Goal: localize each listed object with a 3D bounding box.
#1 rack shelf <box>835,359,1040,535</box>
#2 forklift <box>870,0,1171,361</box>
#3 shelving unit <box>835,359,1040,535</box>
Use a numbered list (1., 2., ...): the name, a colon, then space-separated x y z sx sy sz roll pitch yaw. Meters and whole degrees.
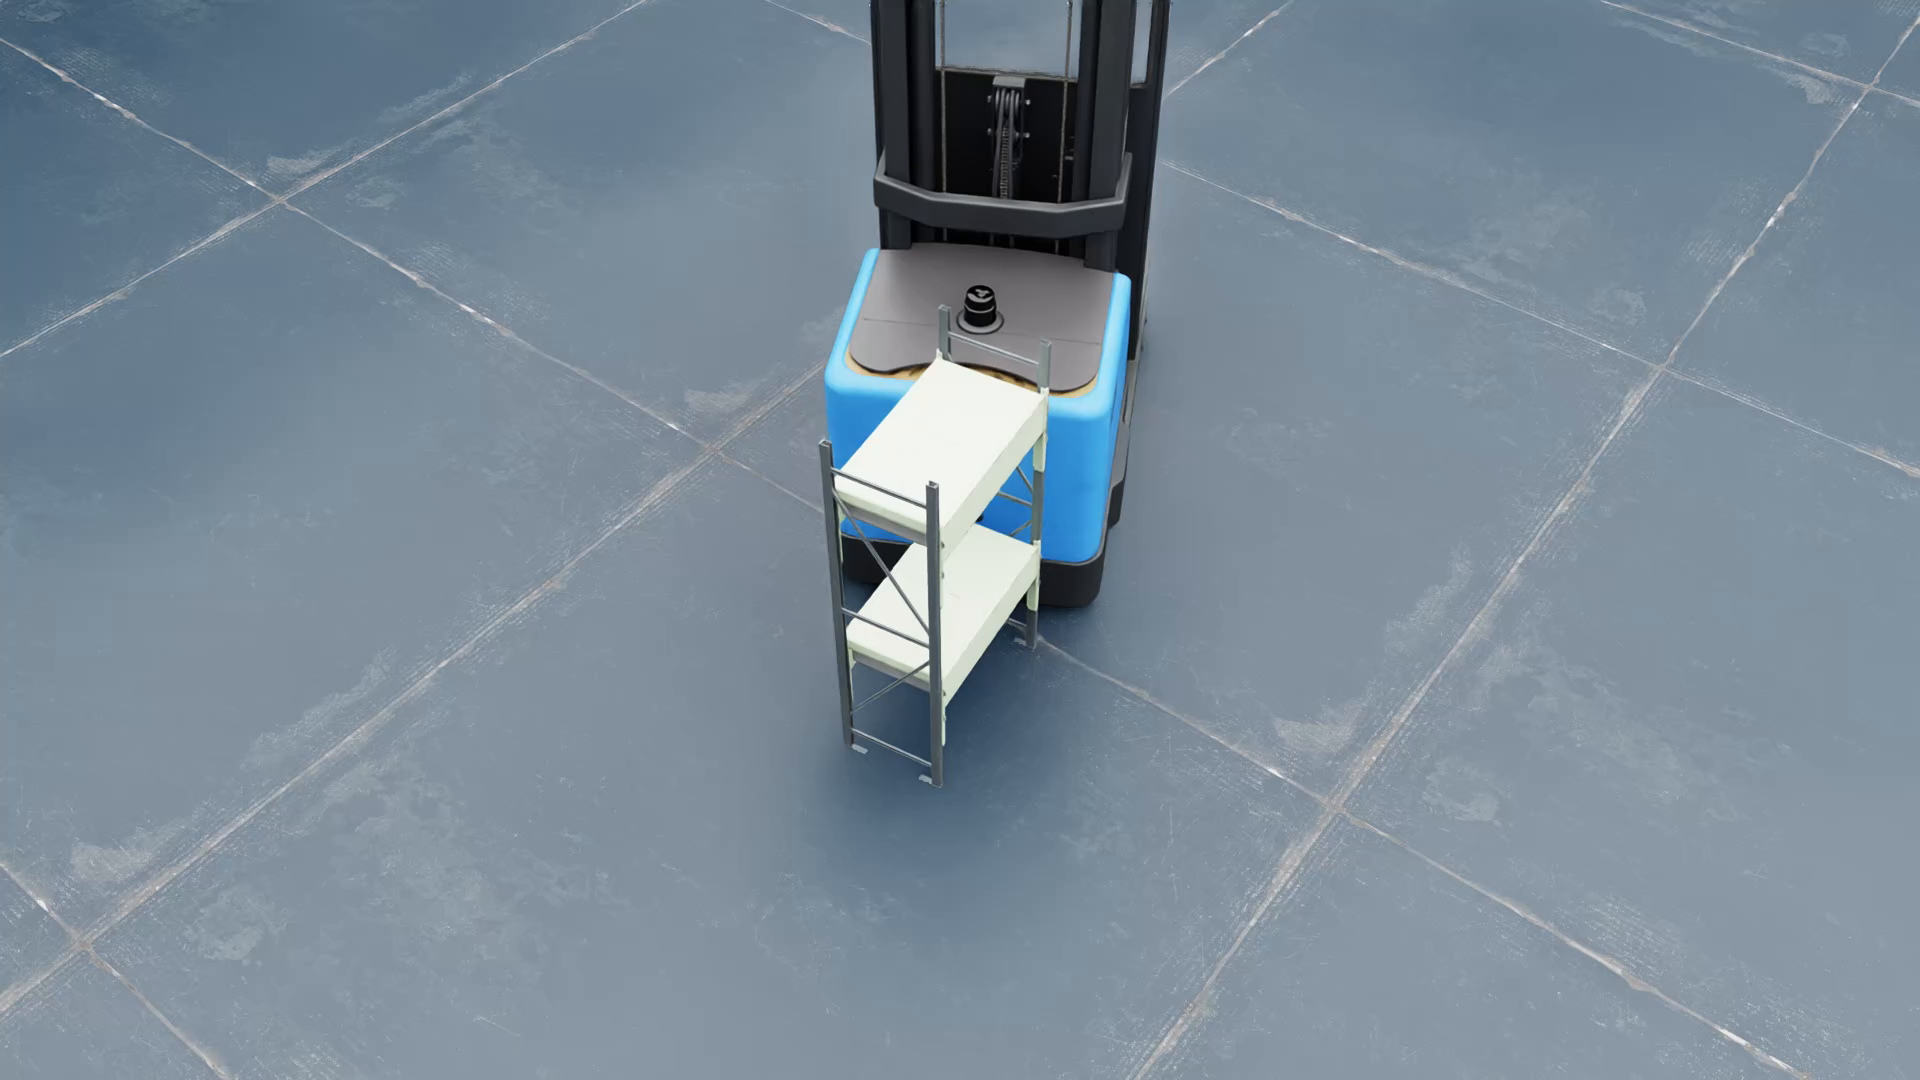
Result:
1. rack shelf: -0.065 -0.302 5.277 0.368 0.052 0.686 22 50 19
2. forklift: 0.330 -2.072 6.840 1.118 2.733 2.170 7 47 7
3. shelving unit: -0.065 -0.302 5.277 0.368 0.052 0.686 22 50 19
